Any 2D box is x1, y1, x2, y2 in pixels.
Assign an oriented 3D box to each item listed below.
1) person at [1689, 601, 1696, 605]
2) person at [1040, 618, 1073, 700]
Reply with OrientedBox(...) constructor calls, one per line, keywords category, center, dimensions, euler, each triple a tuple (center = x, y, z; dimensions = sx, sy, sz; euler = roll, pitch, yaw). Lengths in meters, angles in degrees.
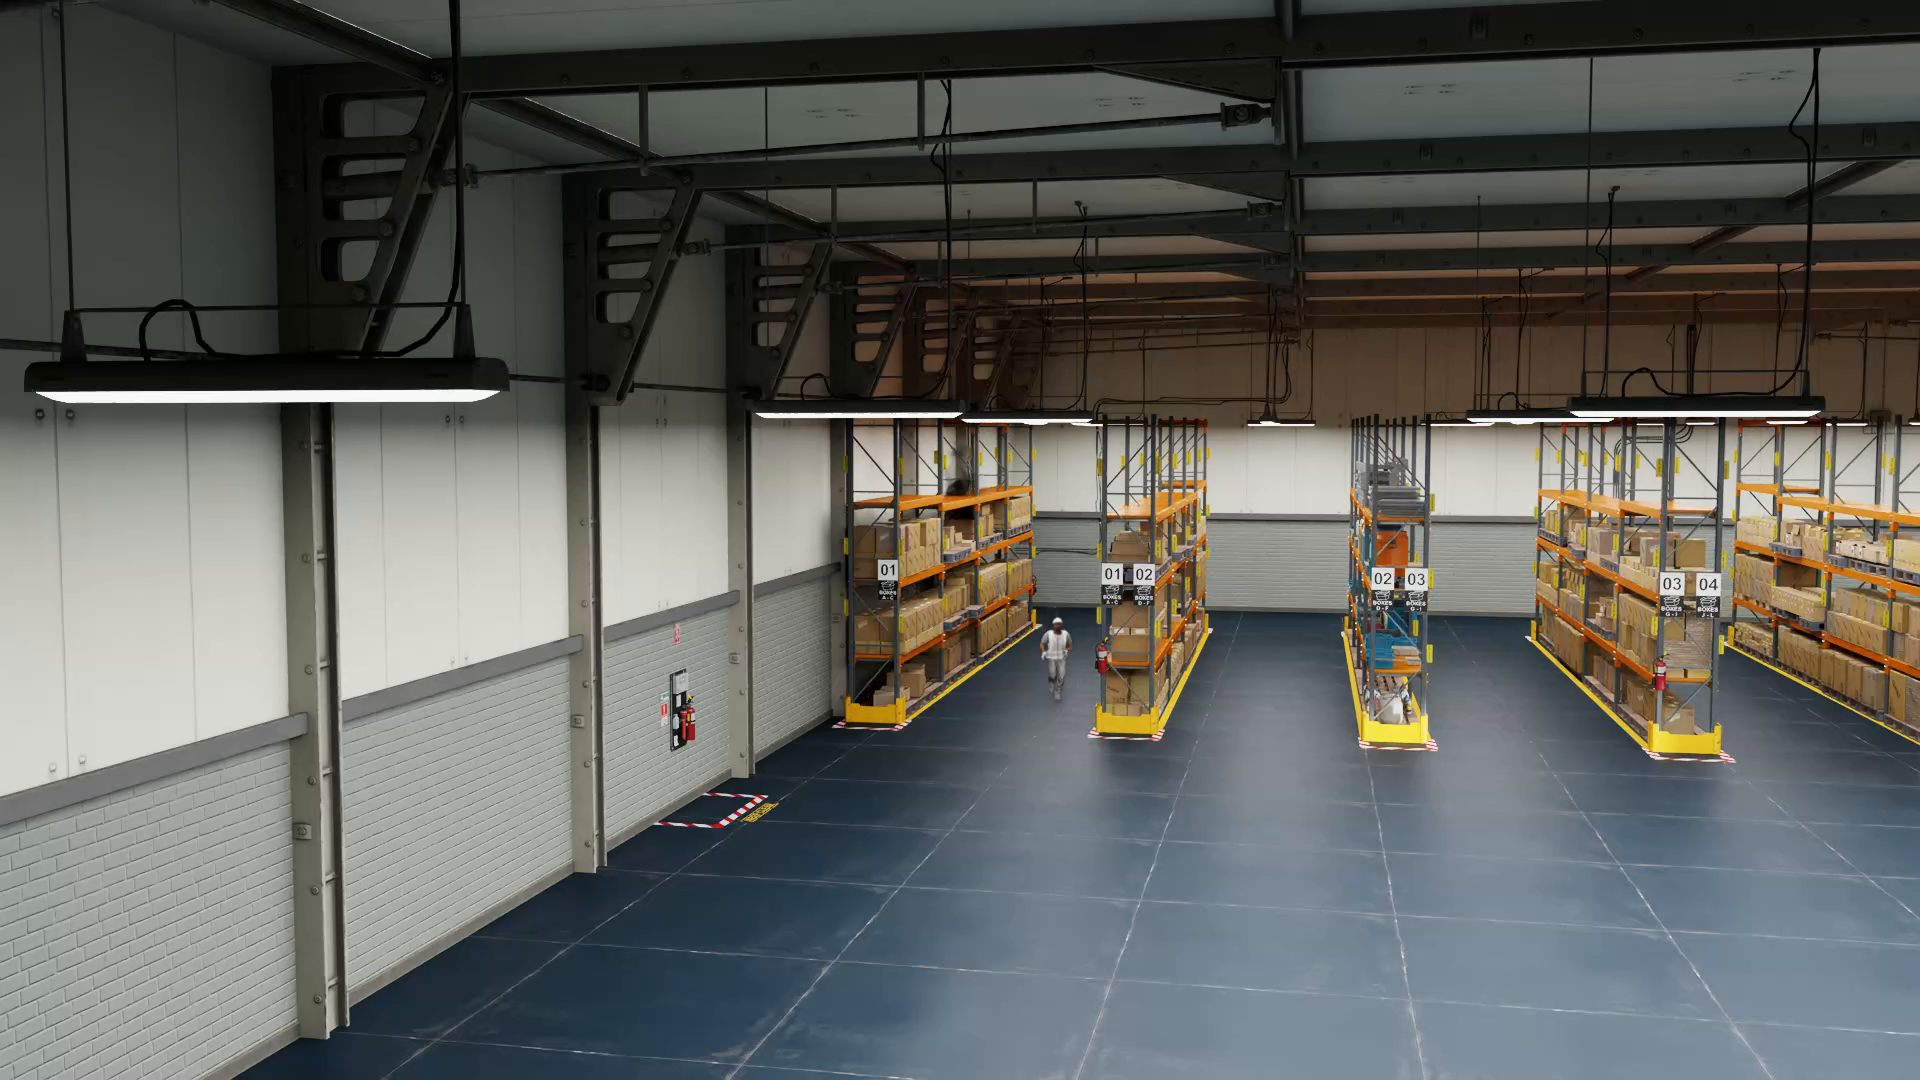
OrientedBox(category="person", center=(19.080, 2.007, 43.259), dimensions=(0.575, 1.703, 0.840), euler=(1, 4, 17))
OrientedBox(category="person", center=(2.058, 2.514, 35.146), dimensions=(0.684, 1.732, 0.594), euler=(0, 4, -5))
